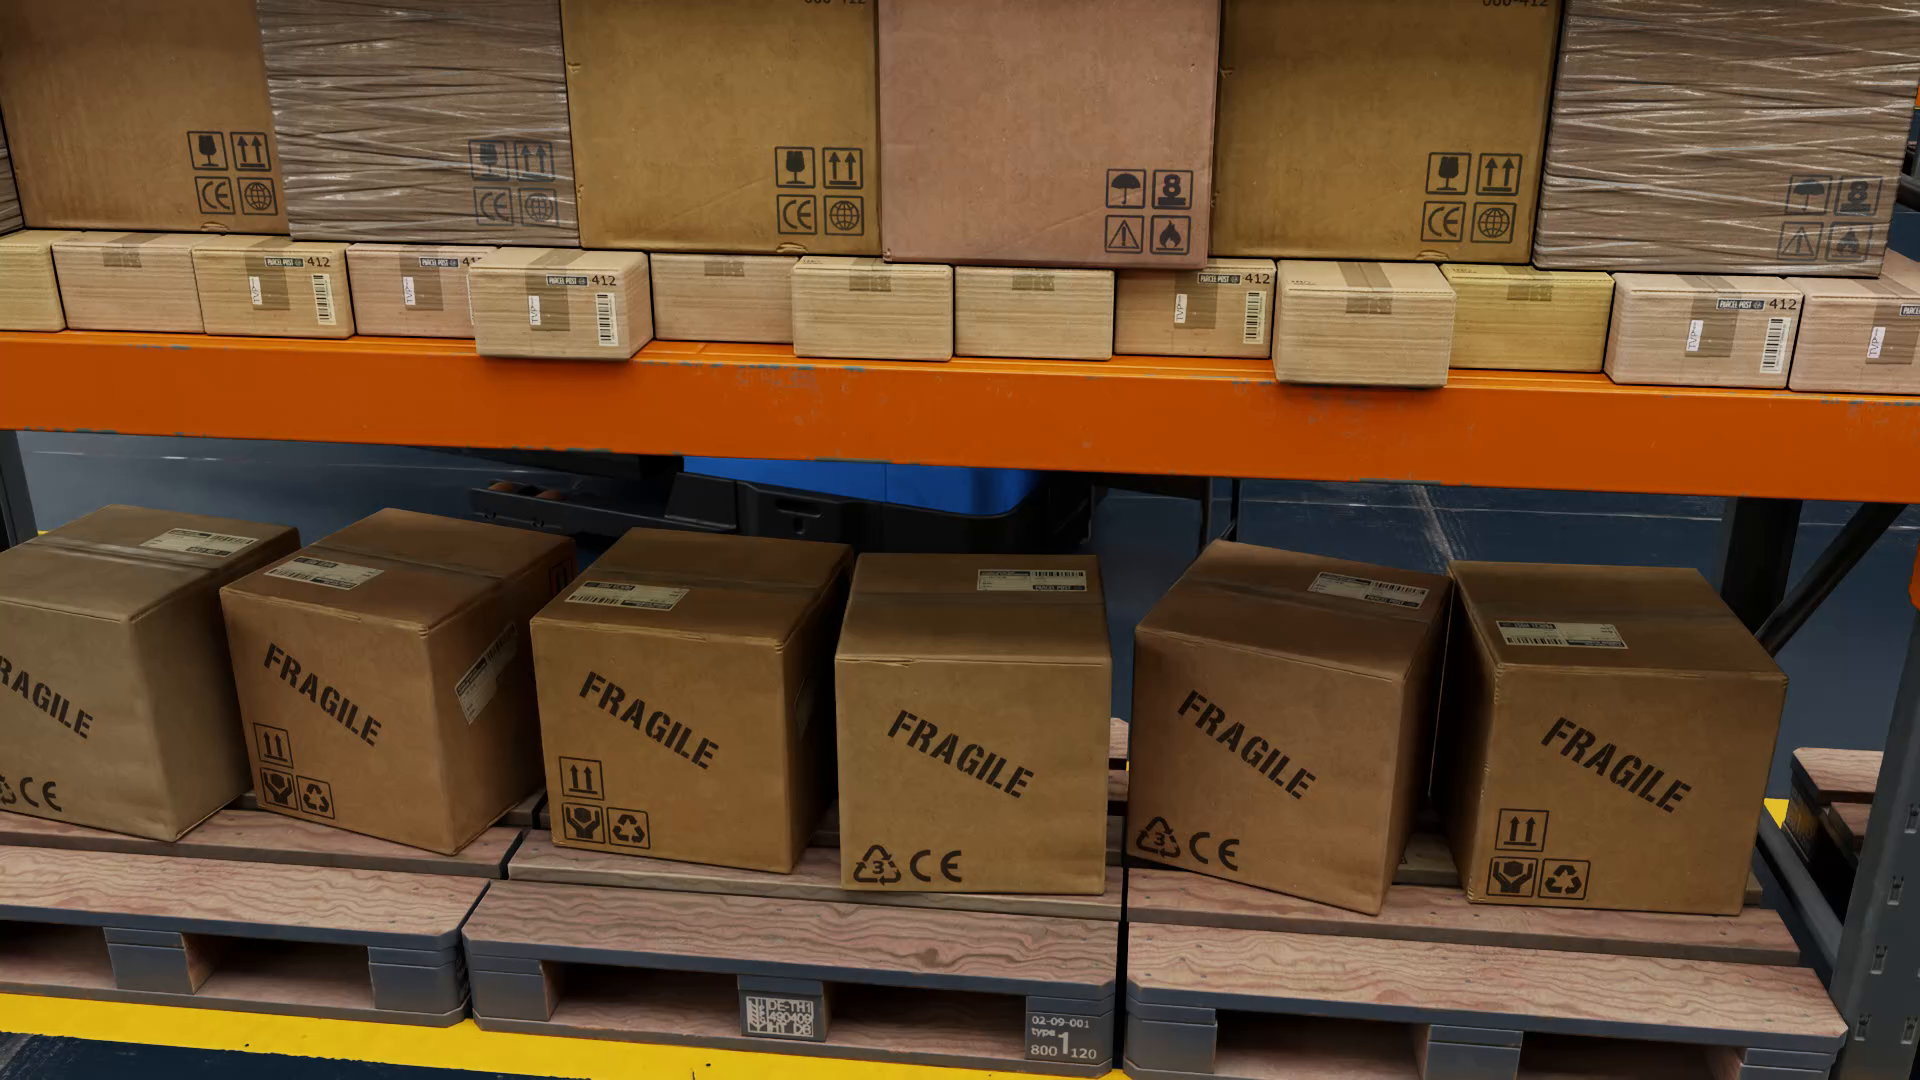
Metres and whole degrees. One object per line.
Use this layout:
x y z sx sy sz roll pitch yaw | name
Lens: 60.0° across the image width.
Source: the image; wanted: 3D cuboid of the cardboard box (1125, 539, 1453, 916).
0.657 0.349 3.306 0.500 0.500 0.500 10 24 23 | cardboard box

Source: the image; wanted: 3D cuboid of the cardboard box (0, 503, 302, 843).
-1.735 0.263 3.524 0.500 0.500 0.500 7 23 16 | cardboard box

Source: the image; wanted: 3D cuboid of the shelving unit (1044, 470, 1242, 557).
0.567 -0.878 4.806 0.503 2.100 0.431 9 23 22 | shelving unit

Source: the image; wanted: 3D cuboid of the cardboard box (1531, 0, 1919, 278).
1.179 -0.791 2.821 0.500 0.500 0.875 2 22 6 | cardboard box

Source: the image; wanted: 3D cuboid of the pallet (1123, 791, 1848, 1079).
0.948 0.716 3.341 1.213 0.211 1.003 2 22 6 | pallet

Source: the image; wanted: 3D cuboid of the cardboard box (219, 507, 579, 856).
-1.138 0.276 3.490 0.500 0.500 0.500 8 23 20 | cardboard box

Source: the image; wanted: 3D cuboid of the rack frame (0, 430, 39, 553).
-2.353 -0.737 3.225 0.127 3.000 1.000 2 22 6 | rack frame

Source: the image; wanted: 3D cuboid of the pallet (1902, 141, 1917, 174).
7.497 -2.665 11.894 1.213 0.211 1.003 2 22 6 | pallet

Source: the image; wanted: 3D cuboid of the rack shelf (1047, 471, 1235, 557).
0.567 -0.215 5.068 0.480 0.518 0.431 9 23 22 | rack shelf

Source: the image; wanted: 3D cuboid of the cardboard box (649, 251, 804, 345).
-0.356 -0.459 2.861 0.250 0.149 0.380 2 22 6 | cardboard box

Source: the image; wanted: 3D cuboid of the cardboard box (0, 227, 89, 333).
-1.606 -0.487 2.934 0.250 0.149 0.380 2 22 6 | cardboard box

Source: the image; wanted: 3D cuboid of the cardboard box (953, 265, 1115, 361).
0.135 -0.422 2.768 0.250 0.149 0.380 2 22 6 | cardboard box

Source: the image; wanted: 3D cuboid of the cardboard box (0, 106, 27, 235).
-1.810 -0.888 3.067 0.500 0.500 0.875 2 22 6 | cardboard box

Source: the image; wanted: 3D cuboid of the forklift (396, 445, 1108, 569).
-1.062 -1.523 5.304 3.031 2.935 1.130 9 23 22 | forklift

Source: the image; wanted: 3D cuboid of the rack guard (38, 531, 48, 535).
-2.278 0.428 3.676 0.348 0.500 1.175 2 22 6 | rack guard

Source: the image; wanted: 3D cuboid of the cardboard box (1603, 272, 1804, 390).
1.124 -0.364 2.622 0.250 0.149 0.380 2 22 6 | cardboard box

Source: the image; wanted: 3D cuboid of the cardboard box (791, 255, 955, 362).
-0.117 -0.420 2.763 0.250 0.149 0.380 2 22 6 | cardboard box

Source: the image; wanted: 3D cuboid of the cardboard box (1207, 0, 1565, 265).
0.687 -0.826 2.908 0.500 0.500 0.875 2 22 6 | cardboard box

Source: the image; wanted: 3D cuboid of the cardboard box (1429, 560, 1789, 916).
1.226 0.371 3.250 0.500 0.500 0.500 2 22 5 | cardboard box

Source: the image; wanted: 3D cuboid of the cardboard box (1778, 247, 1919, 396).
1.371 -0.349 2.586 0.250 0.149 0.380 2 22 6 | cardboard box

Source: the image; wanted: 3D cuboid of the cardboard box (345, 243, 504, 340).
-0.856 -0.470 2.889 0.250 0.149 0.380 2 22 6 | cardboard box

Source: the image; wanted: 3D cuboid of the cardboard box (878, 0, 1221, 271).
0.178 -0.811 2.870 0.500 0.500 0.875 2 22 6 | cardboard box

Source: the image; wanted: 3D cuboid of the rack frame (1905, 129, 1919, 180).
6.761 -4.008 11.498 0.127 3.000 1.000 2 22 6 | rack frame

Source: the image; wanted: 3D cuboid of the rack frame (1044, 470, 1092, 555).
0.344 -0.914 4.896 0.015 2.100 0.400 9 23 22 | rack frame

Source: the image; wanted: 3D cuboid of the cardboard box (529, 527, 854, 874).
-0.518 0.310 3.404 0.500 0.500 0.500 5 22 11 | cardboard box

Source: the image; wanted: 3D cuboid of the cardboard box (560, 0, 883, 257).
-0.313 -0.847 2.962 0.500 0.500 0.875 2 22 6 | cardboard box

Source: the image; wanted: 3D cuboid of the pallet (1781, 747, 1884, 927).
2.392 0.766 3.216 1.213 0.211 1.003 2 22 6 | pallet

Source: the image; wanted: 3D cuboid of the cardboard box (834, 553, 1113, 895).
0.031 0.351 3.302 0.500 0.500 0.500 1 22 1 | cardboard box

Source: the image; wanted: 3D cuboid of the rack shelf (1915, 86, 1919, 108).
4.188 -1.952 7.275 4.000 0.370 1.077 2 22 6 | rack shelf

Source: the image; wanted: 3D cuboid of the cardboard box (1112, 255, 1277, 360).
0.388 -0.426 2.778 0.250 0.149 0.380 2 22 6 | cardboard box

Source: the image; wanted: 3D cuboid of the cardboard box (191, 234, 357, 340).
-1.108 -0.470 2.892 0.250 0.149 0.380 2 22 6 | cardboard box

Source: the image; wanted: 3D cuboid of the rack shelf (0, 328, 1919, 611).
-0.367 -0.316 3.139 4.000 0.370 1.077 2 22 6 | rack shelf

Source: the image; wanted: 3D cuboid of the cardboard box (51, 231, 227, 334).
-1.355 -0.484 2.926 0.250 0.149 0.380 2 22 6 | cardboard box

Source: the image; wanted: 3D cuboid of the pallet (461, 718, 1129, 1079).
-0.267 0.664 3.472 1.213 0.211 1.003 2 22 6 | pallet

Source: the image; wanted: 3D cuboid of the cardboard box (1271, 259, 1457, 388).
0.621 -0.367 2.629 0.250 0.149 0.380 2 22 6 | cardboard box

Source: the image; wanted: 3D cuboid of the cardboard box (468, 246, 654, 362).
-0.620 -0.421 2.766 0.250 0.149 0.380 2 22 6 | cardboard box

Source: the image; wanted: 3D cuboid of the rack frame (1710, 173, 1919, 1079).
1.619 -0.564 2.787 0.127 3.000 1.000 2 22 6 | rack frame

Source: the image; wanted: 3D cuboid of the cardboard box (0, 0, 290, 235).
-1.300 -0.911 3.123 0.500 0.500 0.875 2 22 6 | cardboard box

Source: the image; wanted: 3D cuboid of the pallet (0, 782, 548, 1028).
-1.475 0.611 3.608 1.213 0.211 1.003 2 22 6 | pallet

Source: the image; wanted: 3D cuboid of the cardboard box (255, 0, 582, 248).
-0.808 -0.873 3.028 0.500 0.500 0.875 2 22 6 | cardboard box

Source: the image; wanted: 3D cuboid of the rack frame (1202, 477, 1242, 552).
0.791 -0.843 4.715 0.015 2.100 0.400 9 23 22 | rack frame

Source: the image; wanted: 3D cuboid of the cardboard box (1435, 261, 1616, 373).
0.882 -0.397 2.705 0.250 0.149 0.380 2 22 6 | cardboard box

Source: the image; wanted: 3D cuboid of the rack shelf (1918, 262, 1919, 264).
3.605 -0.143 2.701 4.000 0.370 1.077 2 22 6 | rack shelf
